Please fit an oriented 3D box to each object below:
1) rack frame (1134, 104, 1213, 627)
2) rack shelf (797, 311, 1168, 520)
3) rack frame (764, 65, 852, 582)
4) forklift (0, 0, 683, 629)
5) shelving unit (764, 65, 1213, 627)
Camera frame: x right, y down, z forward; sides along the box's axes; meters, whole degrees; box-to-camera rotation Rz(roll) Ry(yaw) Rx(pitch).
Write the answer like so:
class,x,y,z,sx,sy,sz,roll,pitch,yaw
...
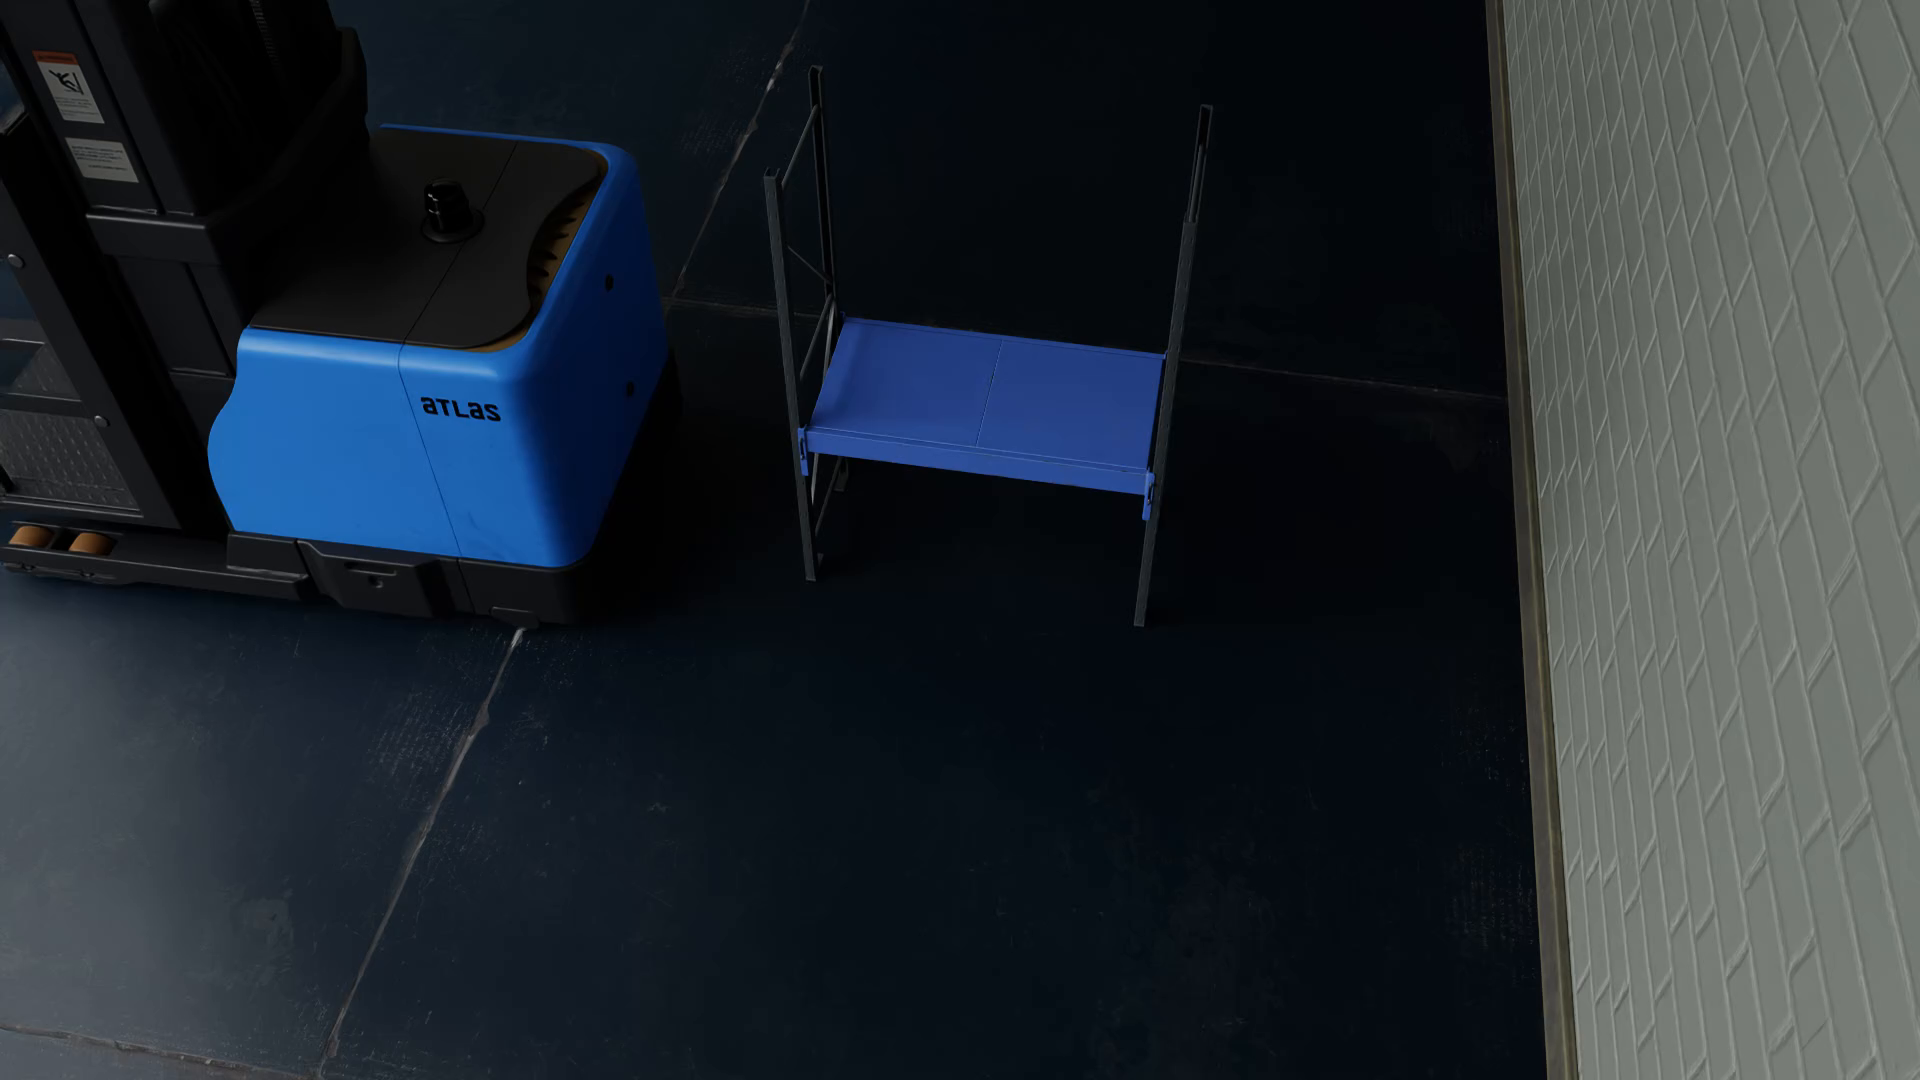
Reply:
class,x,y,z,sx,sy,sz,roll,pitch,yaw
rack frame,0.584,-0.423,4.622,0.032,1.500,0.500,8,49,7
rack shelf,0.084,-0.370,4.816,1.000,0.185,0.538,8,49,7
rack frame,-0.416,-0.557,4.742,0.032,1.500,0.500,8,49,7
forklift,-2.487,-1.225,4.381,3.031,2.935,1.130,6,48,6
shelving unit,0.084,-0.490,4.682,1.048,1.500,0.538,8,49,7
